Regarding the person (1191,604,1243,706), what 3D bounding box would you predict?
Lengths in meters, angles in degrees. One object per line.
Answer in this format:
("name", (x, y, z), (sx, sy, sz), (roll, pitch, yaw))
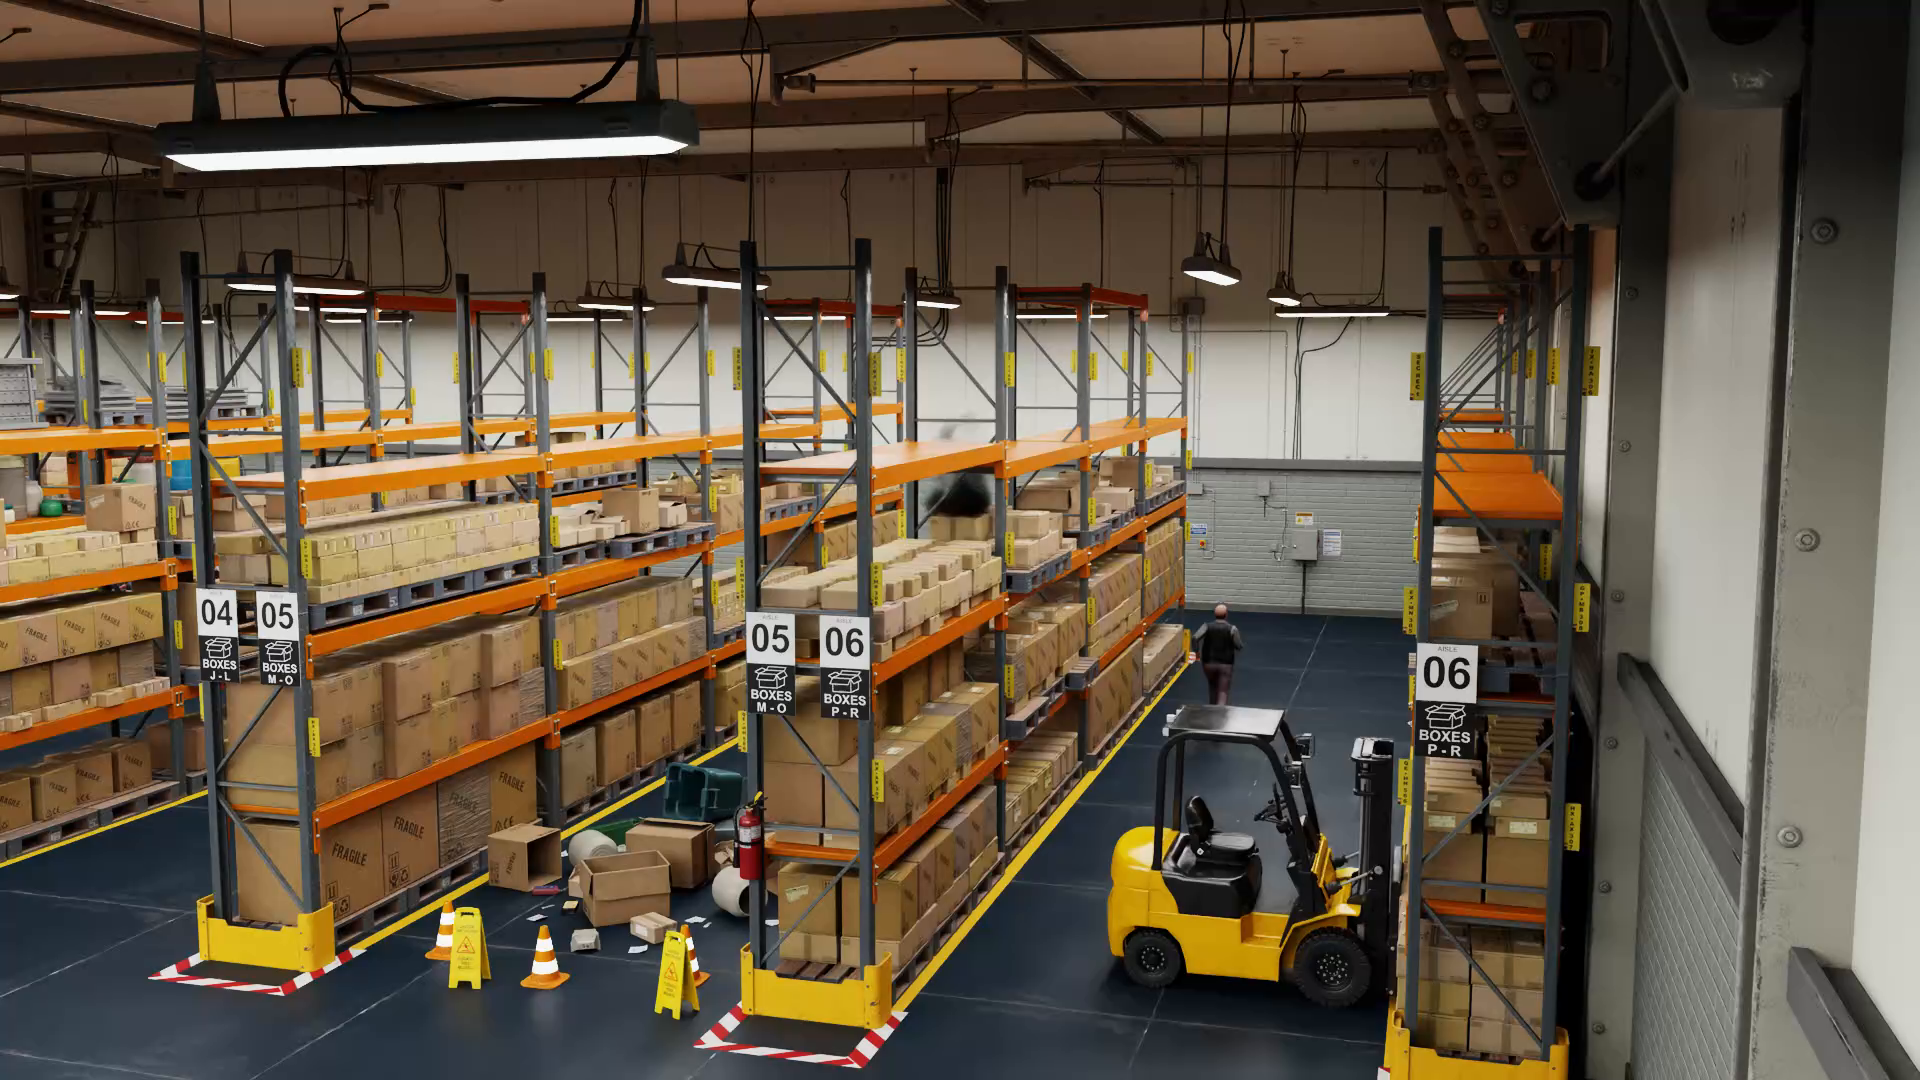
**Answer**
("person", (3.525, 1.793, 22.790), (0.665, 1.699, 0.923), (3, 7, 22))
